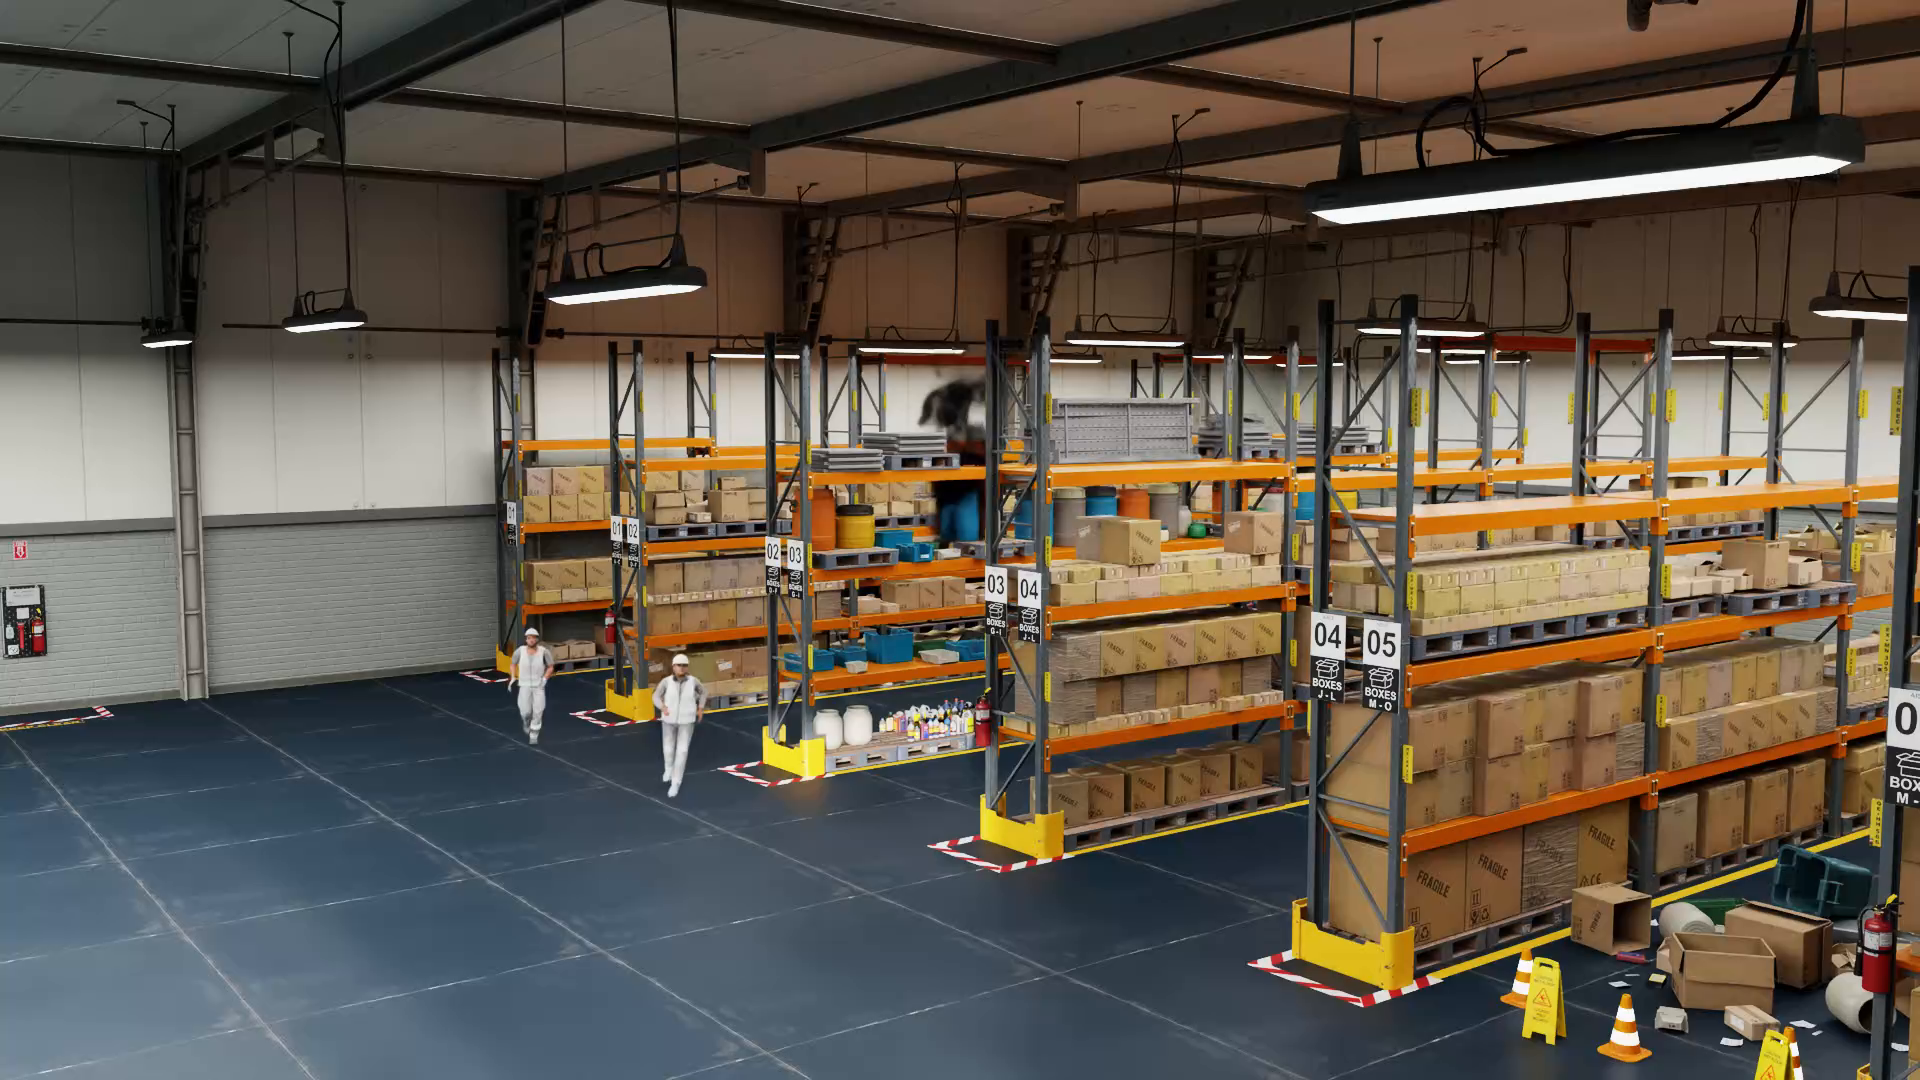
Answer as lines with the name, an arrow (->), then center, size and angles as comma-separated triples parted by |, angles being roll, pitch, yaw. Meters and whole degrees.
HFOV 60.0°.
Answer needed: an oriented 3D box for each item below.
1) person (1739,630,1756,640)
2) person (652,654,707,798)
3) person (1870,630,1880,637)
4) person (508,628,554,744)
person -> 11.700, 2.146, 24.905 | 0.587, 1.712, 0.683 | 5, 7, 44
person -> -3.660, 2.375, 21.677 | 0.700, 1.787, 0.930 | 0, 5, -3
person -> 13.612, 2.158, 24.759 | 0.671, 1.646, 0.546 | -3, 6, -32
person -> -6.308, 2.156, 24.484 | 0.663, 1.734, 0.636 | -1, 5, -10
